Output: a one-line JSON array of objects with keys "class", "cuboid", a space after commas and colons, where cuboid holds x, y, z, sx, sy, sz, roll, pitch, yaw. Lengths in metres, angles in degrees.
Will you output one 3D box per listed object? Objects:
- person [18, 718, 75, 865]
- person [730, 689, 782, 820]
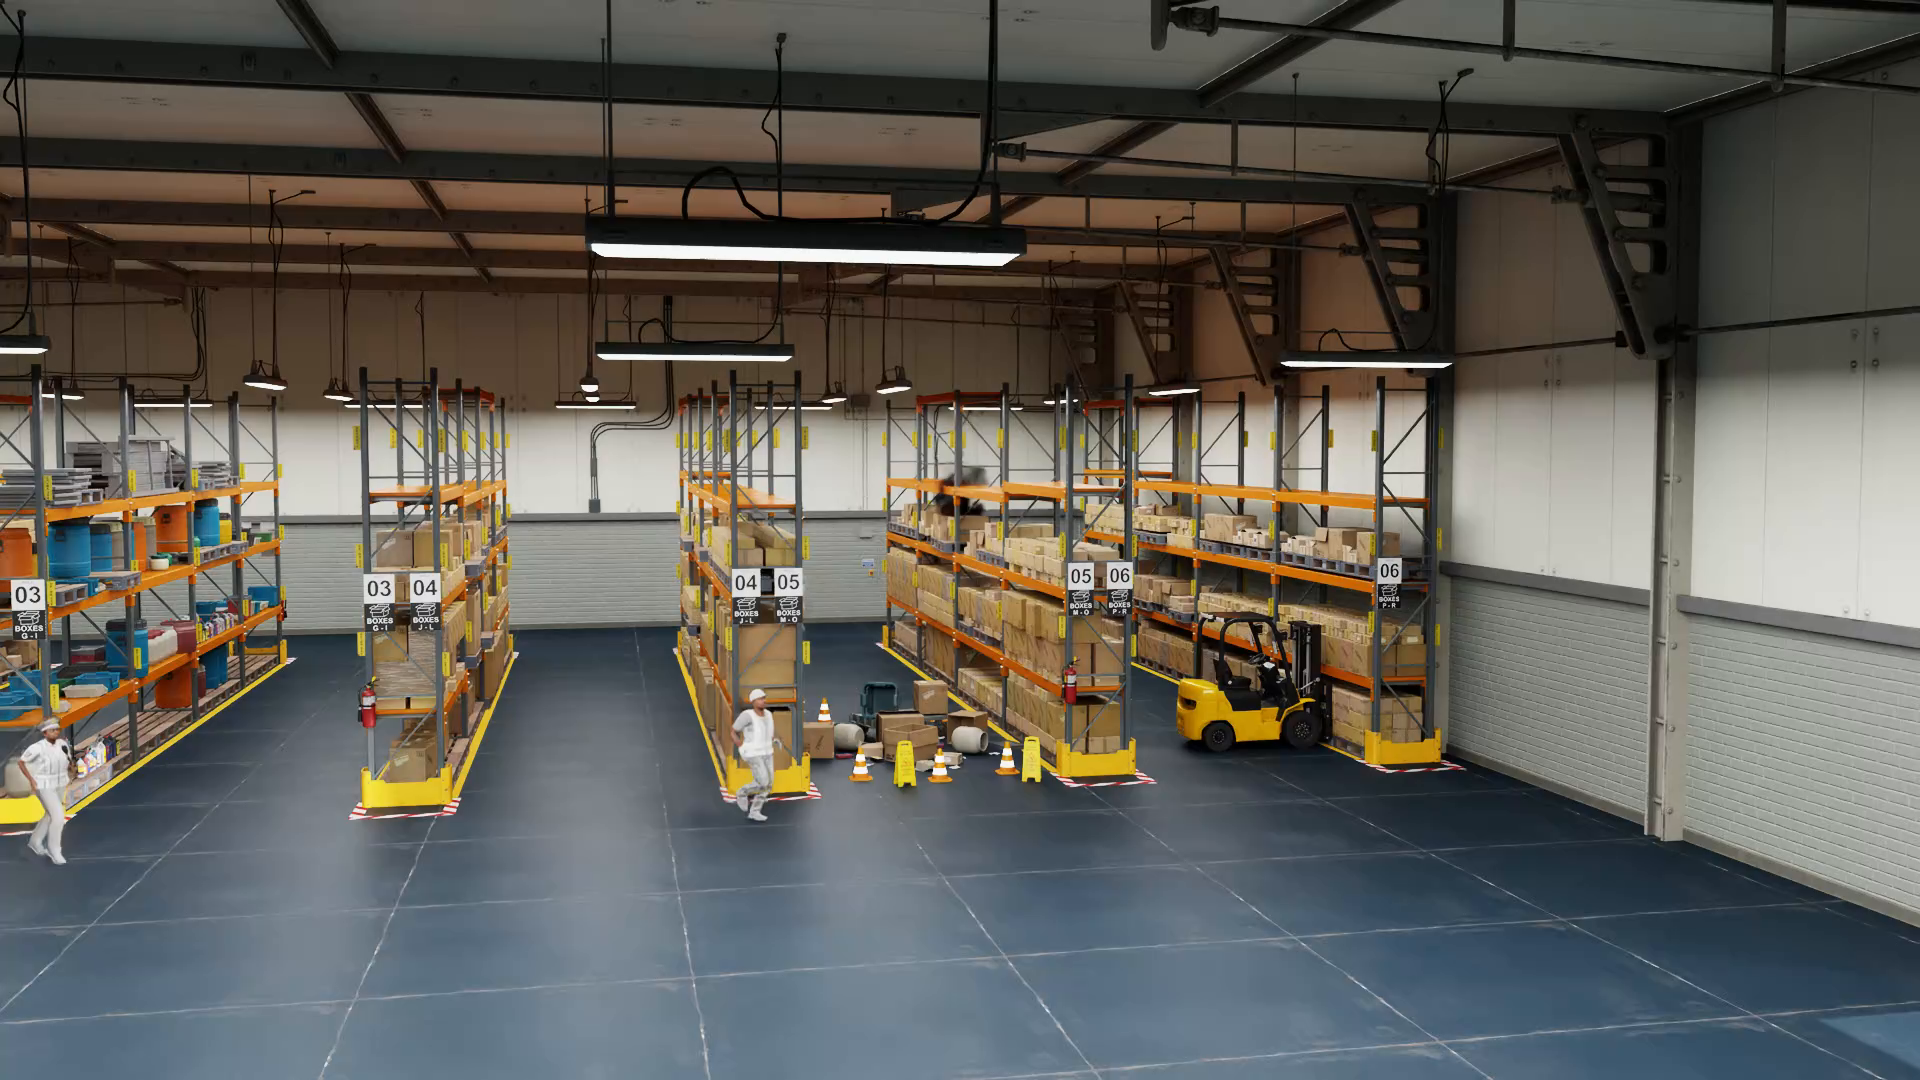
[{"class": "person", "cuboid": [-10.854, 2.984, 19.836, 0.736, 1.760, 0.560, 1, 4, 21]}, {"class": "person", "cuboid": [-2.645, 2.835, 21.935, 0.594, 1.735, 0.689, 3, 4, 38]}]
